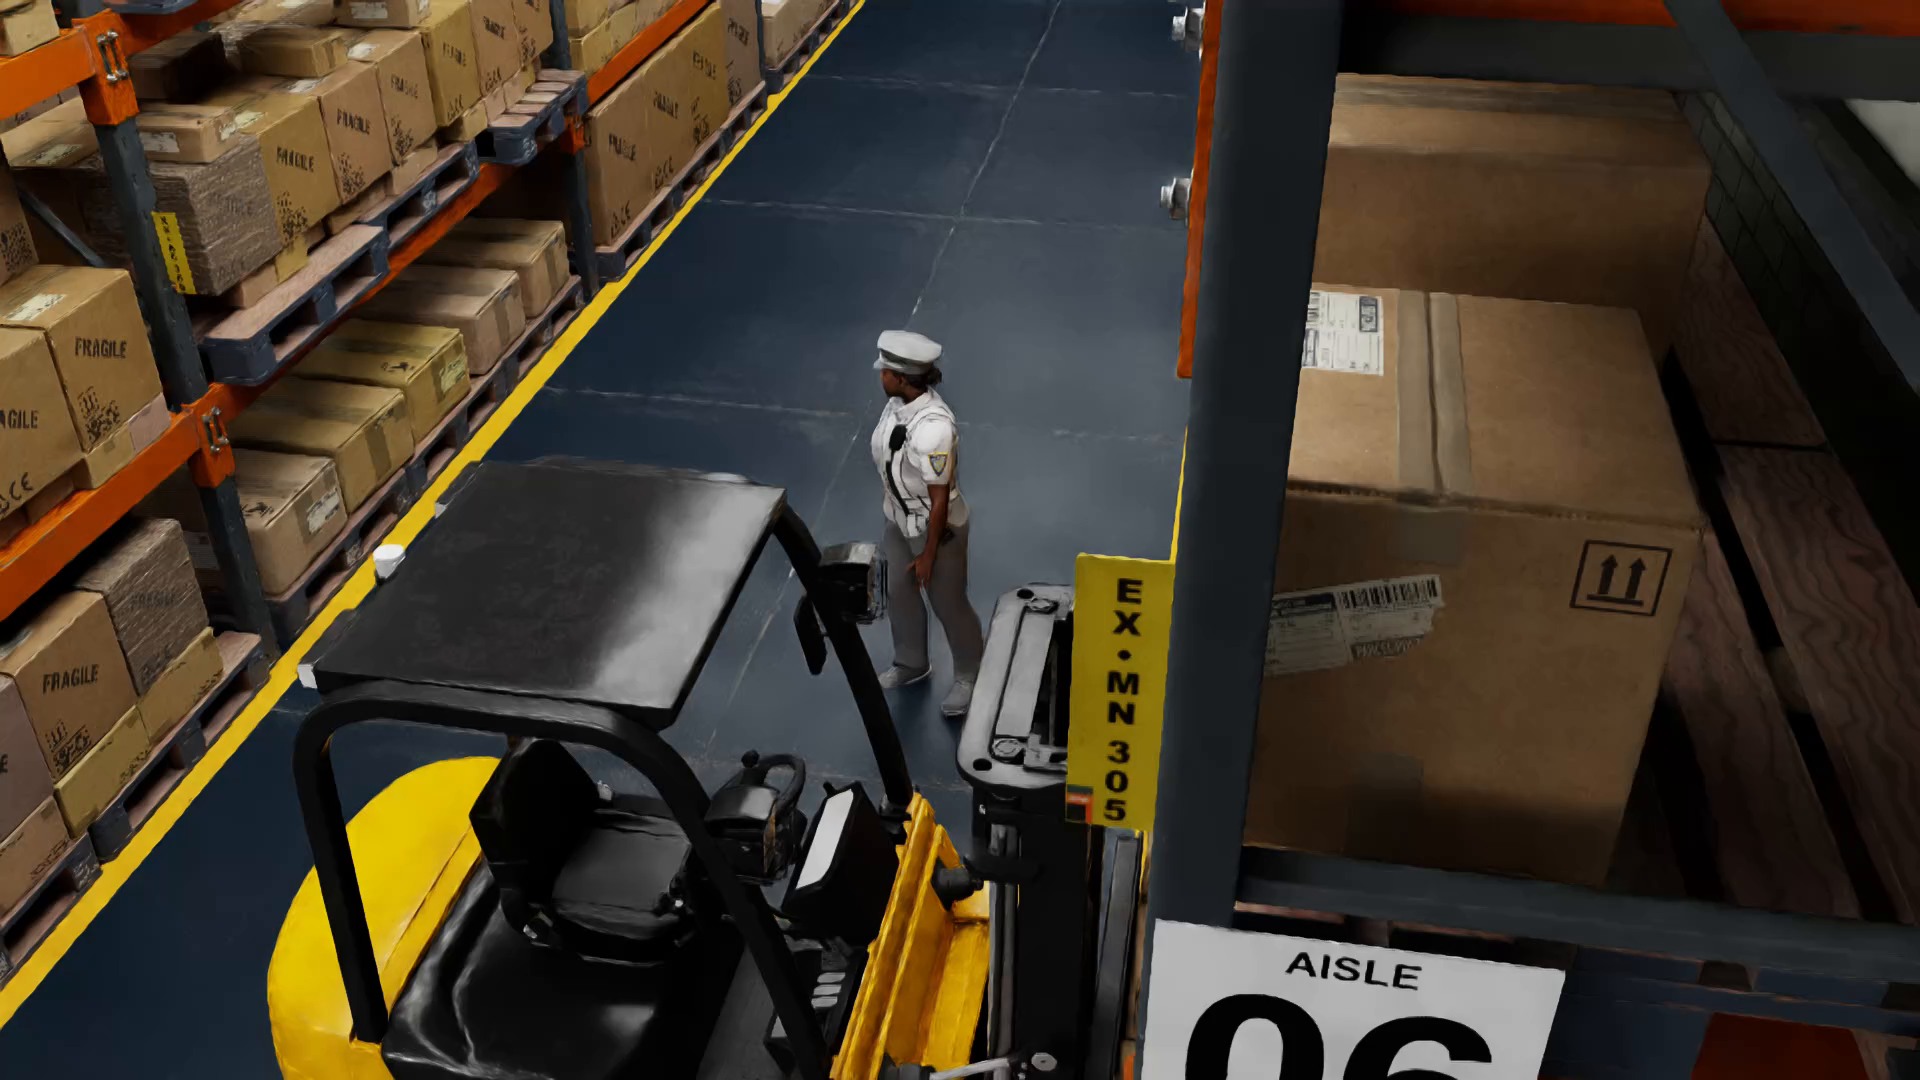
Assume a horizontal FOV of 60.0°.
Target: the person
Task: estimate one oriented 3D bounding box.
[{"bbox_3d":[-0.130,-0.035,6.731,0.445,1.725,0.488,-15,35,-22],"label":"person"}]
